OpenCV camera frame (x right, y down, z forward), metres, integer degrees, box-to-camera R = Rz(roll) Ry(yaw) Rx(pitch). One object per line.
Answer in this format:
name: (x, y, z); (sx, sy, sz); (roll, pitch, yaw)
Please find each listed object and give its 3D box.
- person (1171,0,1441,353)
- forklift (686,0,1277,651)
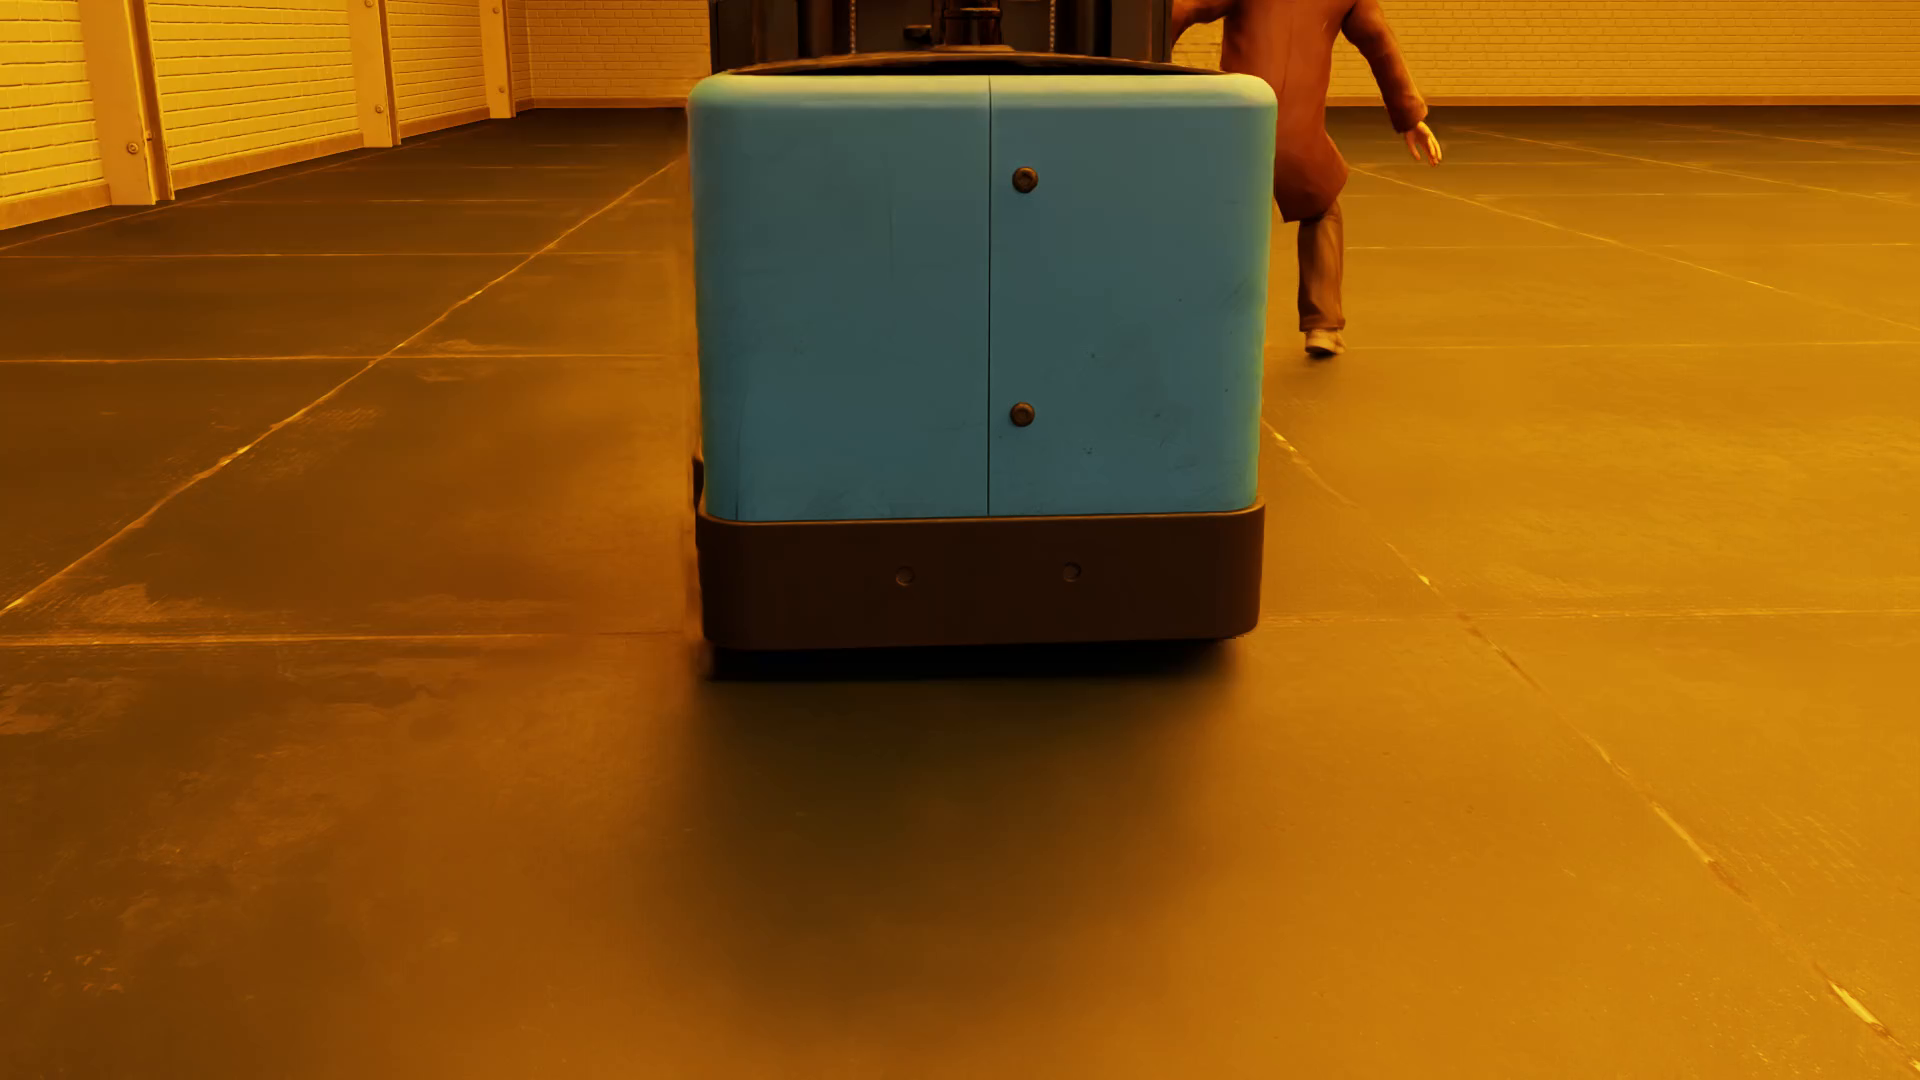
person: (1.123, -1.432, 5.894); (1.177, 1.671, 0.539); (-1, 17, -3)
forklift: (-0.063, -1.582, 4.080); (1.130, 2.935, 3.031); (-1, 17, -4)
